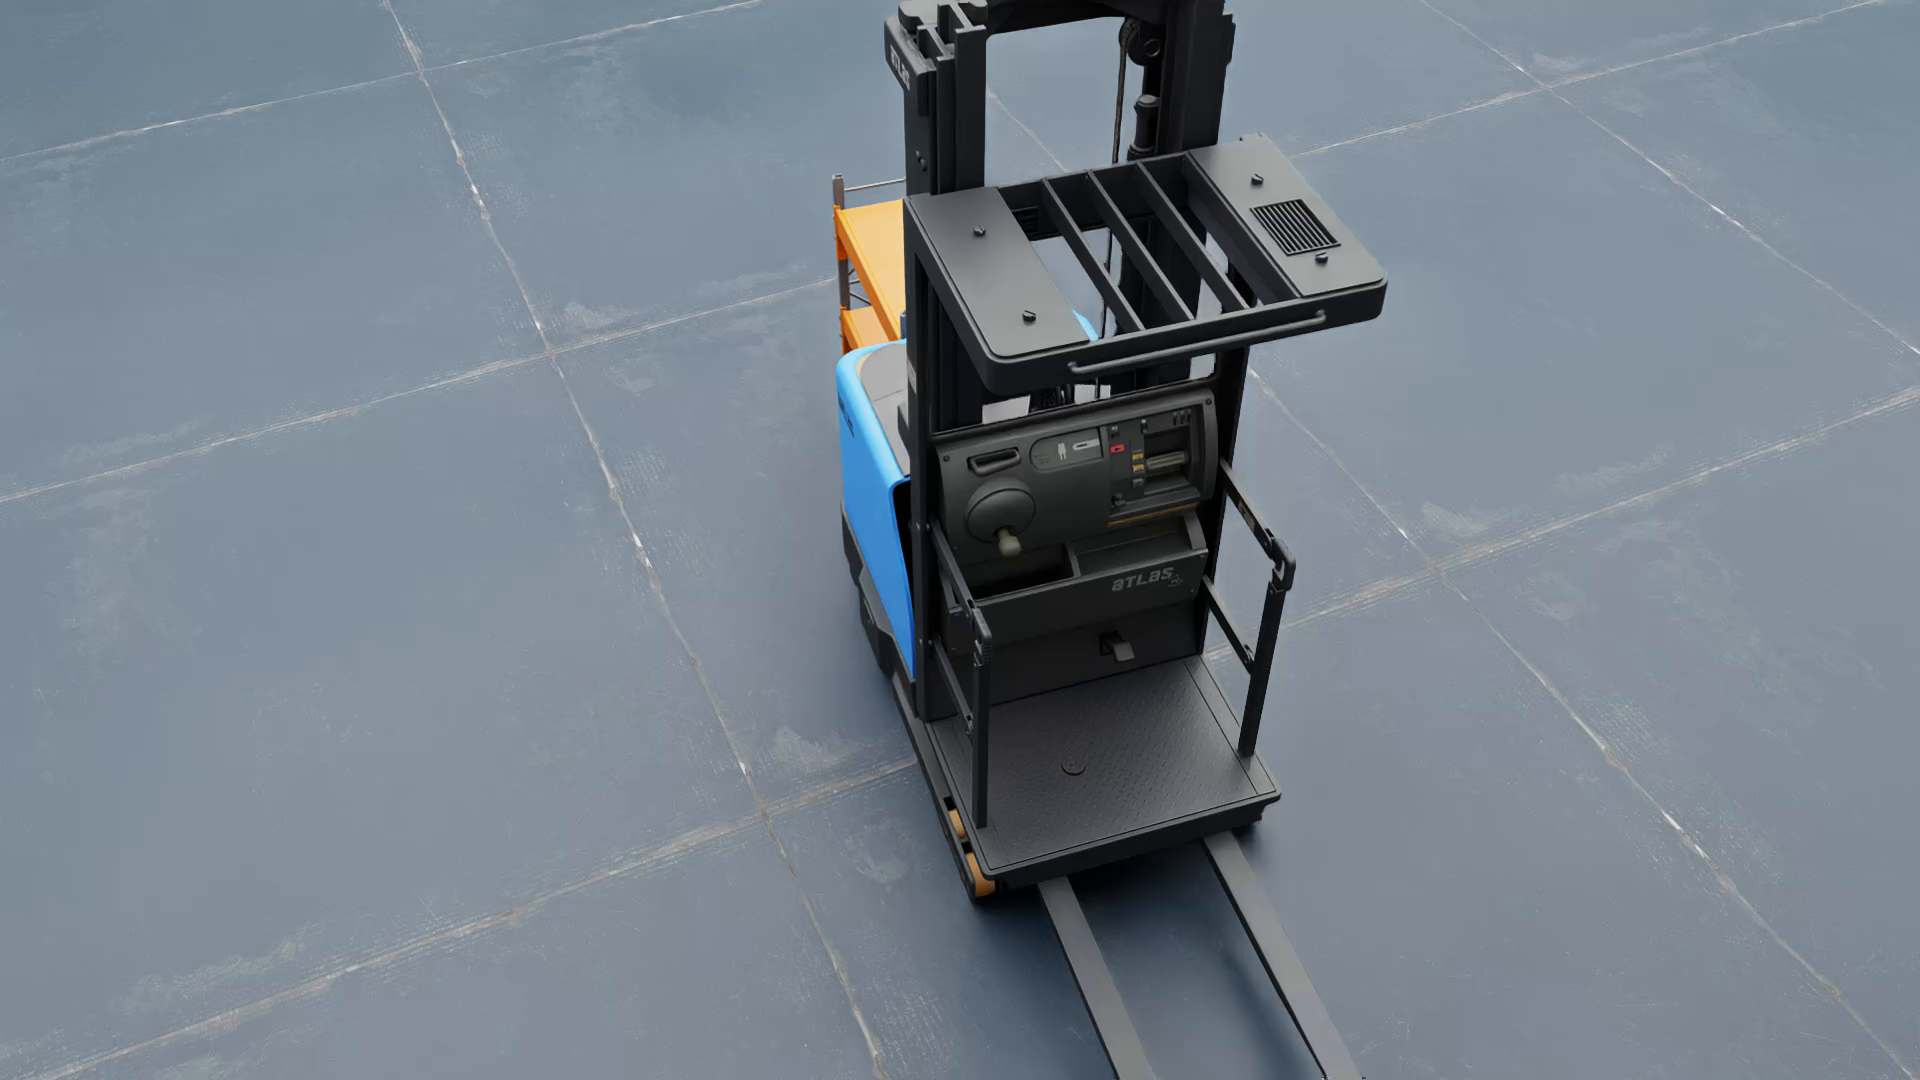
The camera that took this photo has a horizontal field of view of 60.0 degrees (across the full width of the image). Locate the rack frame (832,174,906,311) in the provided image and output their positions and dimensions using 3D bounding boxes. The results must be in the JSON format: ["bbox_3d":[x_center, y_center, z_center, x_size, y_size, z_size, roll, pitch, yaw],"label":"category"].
[{"bbox_3d":[-0.305,-1.200,7.535,0.500,1.125,0.032,-13,46,-13],"label":"rack frame"}]

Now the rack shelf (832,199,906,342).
[{"bbox_3d":[-0.147,-1.069,6.985,0.538,0.278,1.000,-13,46,-13],"label":"rack shelf"}]

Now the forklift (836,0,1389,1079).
[{"bbox_3d":[0.453,-0.115,5.148,1.130,2.935,3.031,-13,46,-13],"label":"forklift"}]

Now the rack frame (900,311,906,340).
[{"bbox_3d":[0.010,-0.522,6.847,0.500,1.125,0.032,-13,46,-13],"label":"rack frame"}]

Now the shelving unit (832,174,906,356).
[{"bbox_3d":[-0.147,-0.861,7.191,0.538,1.125,1.048,-13,46,-13],"label":"shelving unit"}]

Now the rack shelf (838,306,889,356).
[{"bbox_3d":[-0.147,-0.687,7.362,0.538,0.278,1.000,-13,46,-13],"label":"rack shelf"}]
